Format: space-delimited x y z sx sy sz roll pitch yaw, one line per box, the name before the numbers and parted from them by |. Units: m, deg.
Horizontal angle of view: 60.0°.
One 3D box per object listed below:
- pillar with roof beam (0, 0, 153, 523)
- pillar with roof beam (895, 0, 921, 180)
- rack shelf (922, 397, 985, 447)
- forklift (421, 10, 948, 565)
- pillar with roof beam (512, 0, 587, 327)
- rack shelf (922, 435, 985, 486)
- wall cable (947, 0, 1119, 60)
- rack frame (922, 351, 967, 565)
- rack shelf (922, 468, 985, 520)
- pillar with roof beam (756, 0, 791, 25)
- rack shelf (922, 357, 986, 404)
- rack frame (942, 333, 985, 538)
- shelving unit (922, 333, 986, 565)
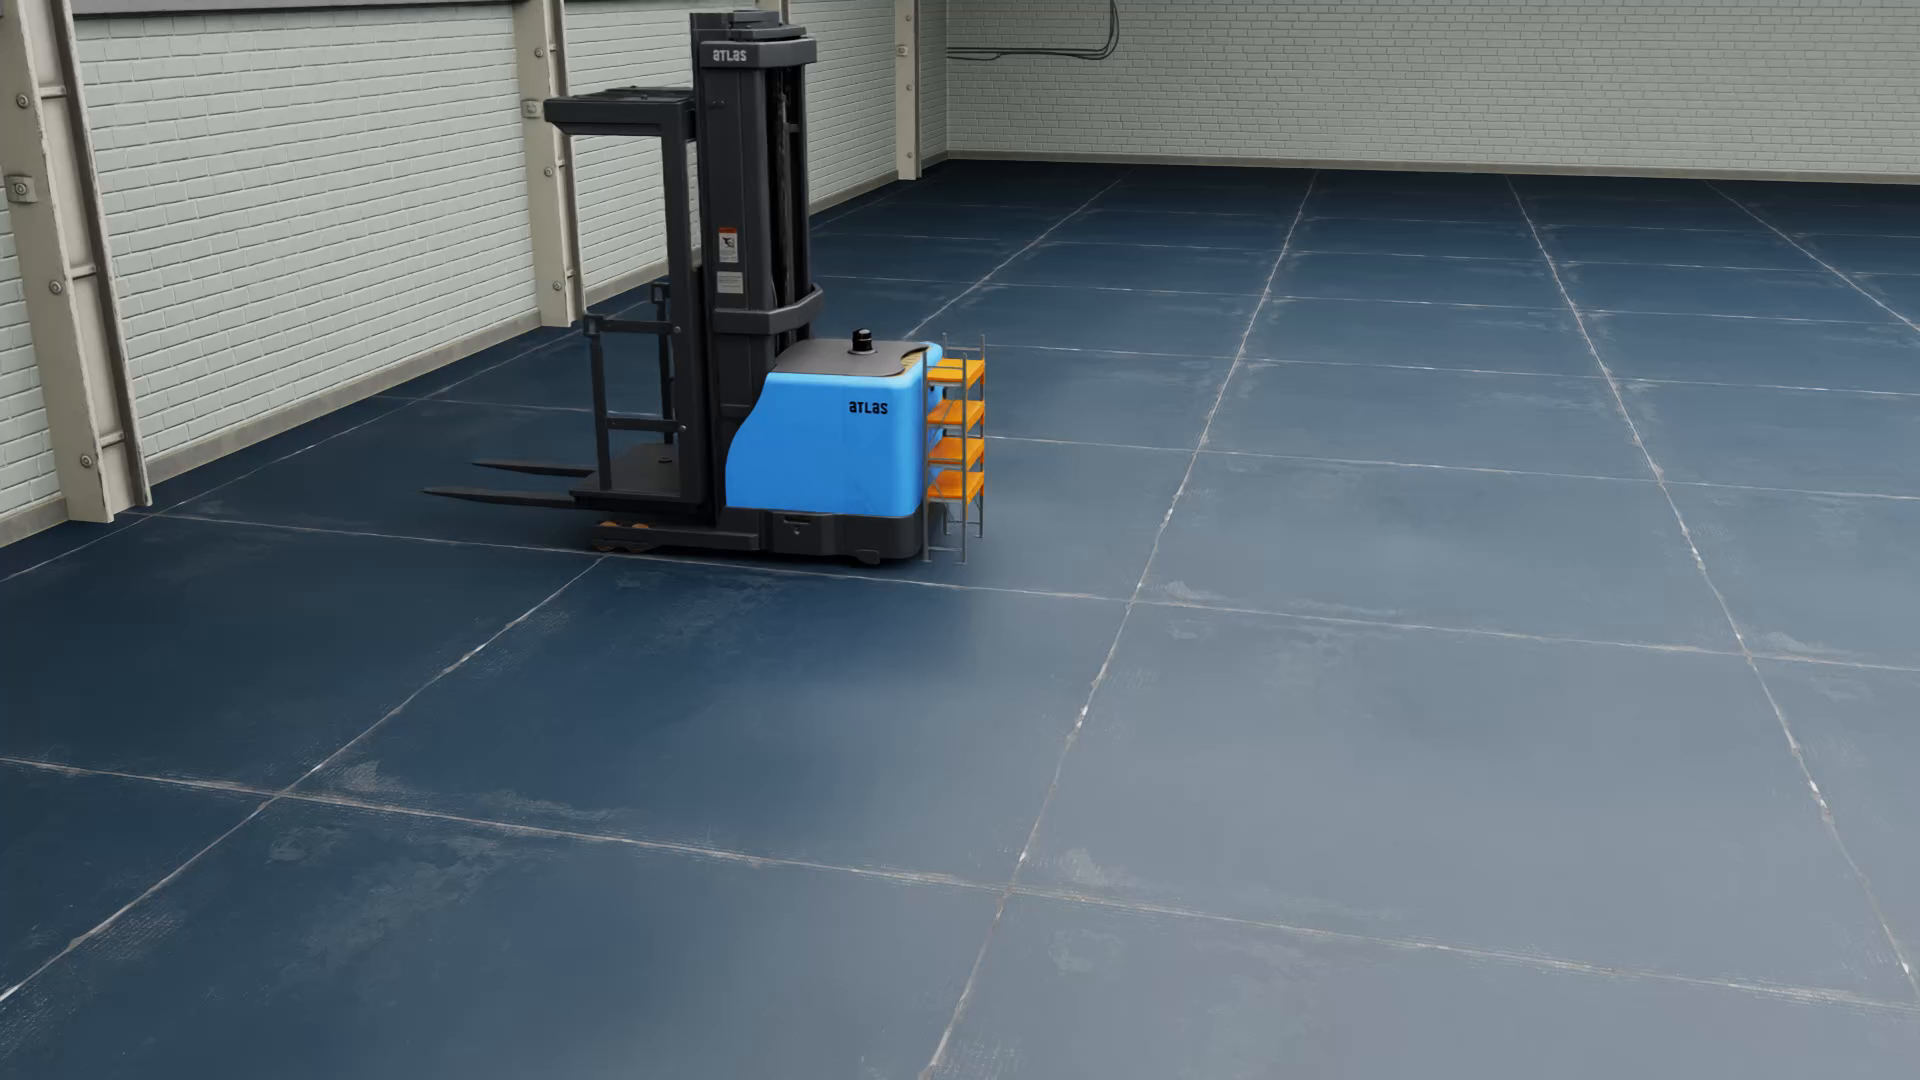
pillar with roof beam | -1.042 -4.094 7.753 9.100 9.000 0.400 5 19 13
pillar with roof beam | 3.355 -9.736 24.270 9.100 9.000 0.400 5 19 13
rack shelf | -0.032 -0.663 9.287 0.258 0.148 0.480 4 19 11
forklift | -1.643 -1.473 9.464 3.031 2.935 1.130 4 19 11
pillar with roof beam | 0.424 -5.975 13.259 9.100 9.000 0.400 5 19 13
rack shelf | -0.032 -0.451 9.359 0.258 0.148 0.480 4 19 11
wall cable | 1.183 -9.426 28.165 3.097 2.526 0.112 5 19 13
rack frame | -0.084 -0.438 9.112 0.240 1.200 0.015 4 19 11
rack shelf | -0.033 -0.263 9.423 0.258 0.148 0.480 4 19 11
pillar with roof beam | 1.889 -7.856 18.764 9.100 9.000 0.400 5 19 13
rack shelf | -0.032 -0.887 9.211 0.258 0.148 0.480 4 19 11
rack frame | 0.019 -0.592 9.564 0.240 1.200 0.015 4 19 11
shelving unit | -0.032 -0.515 9.338 0.258 1.200 0.503 4 19 11
